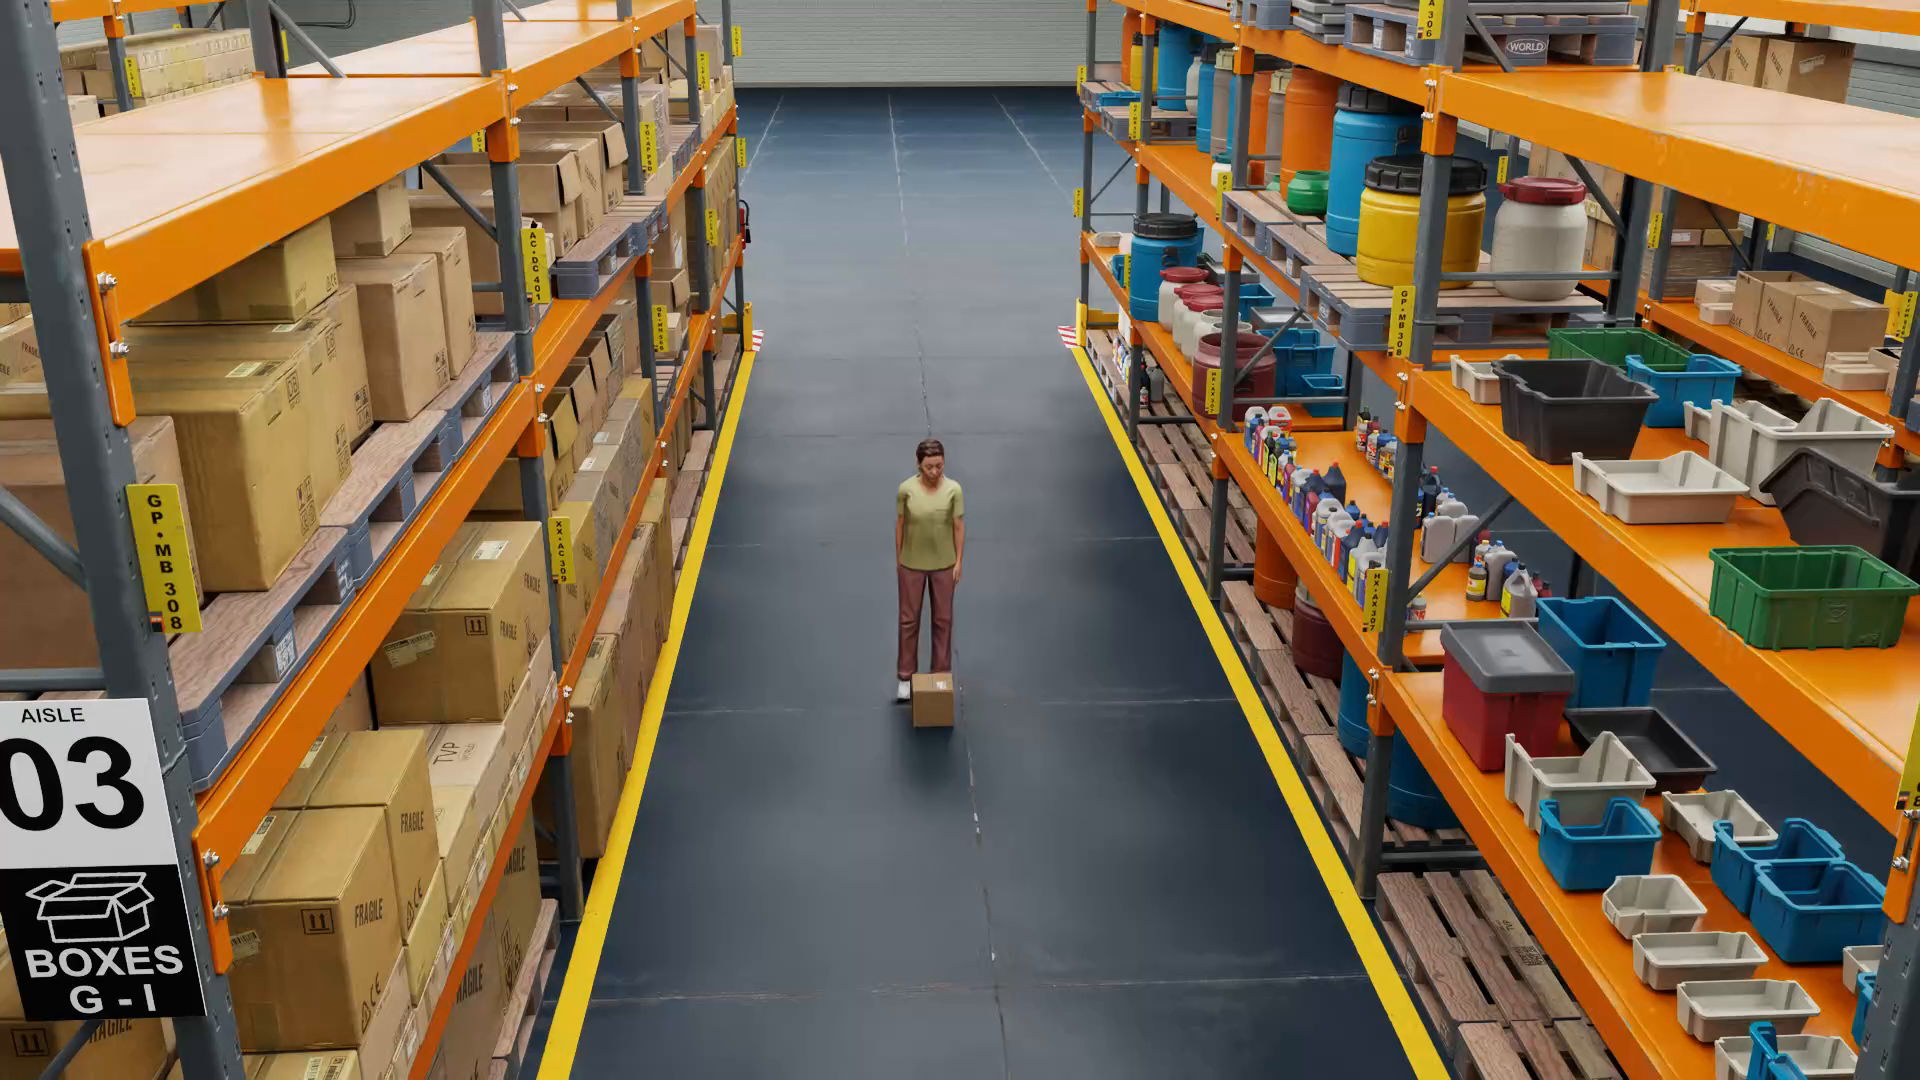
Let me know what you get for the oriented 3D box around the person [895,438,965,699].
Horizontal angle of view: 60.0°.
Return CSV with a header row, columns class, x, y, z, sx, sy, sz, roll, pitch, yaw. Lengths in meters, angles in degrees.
class,x,y,z,sx,sy,sz,roll,pitch,yaw
person,-0.192,0.172,10.589,0.451,1.684,0.433,-1,21,-3
